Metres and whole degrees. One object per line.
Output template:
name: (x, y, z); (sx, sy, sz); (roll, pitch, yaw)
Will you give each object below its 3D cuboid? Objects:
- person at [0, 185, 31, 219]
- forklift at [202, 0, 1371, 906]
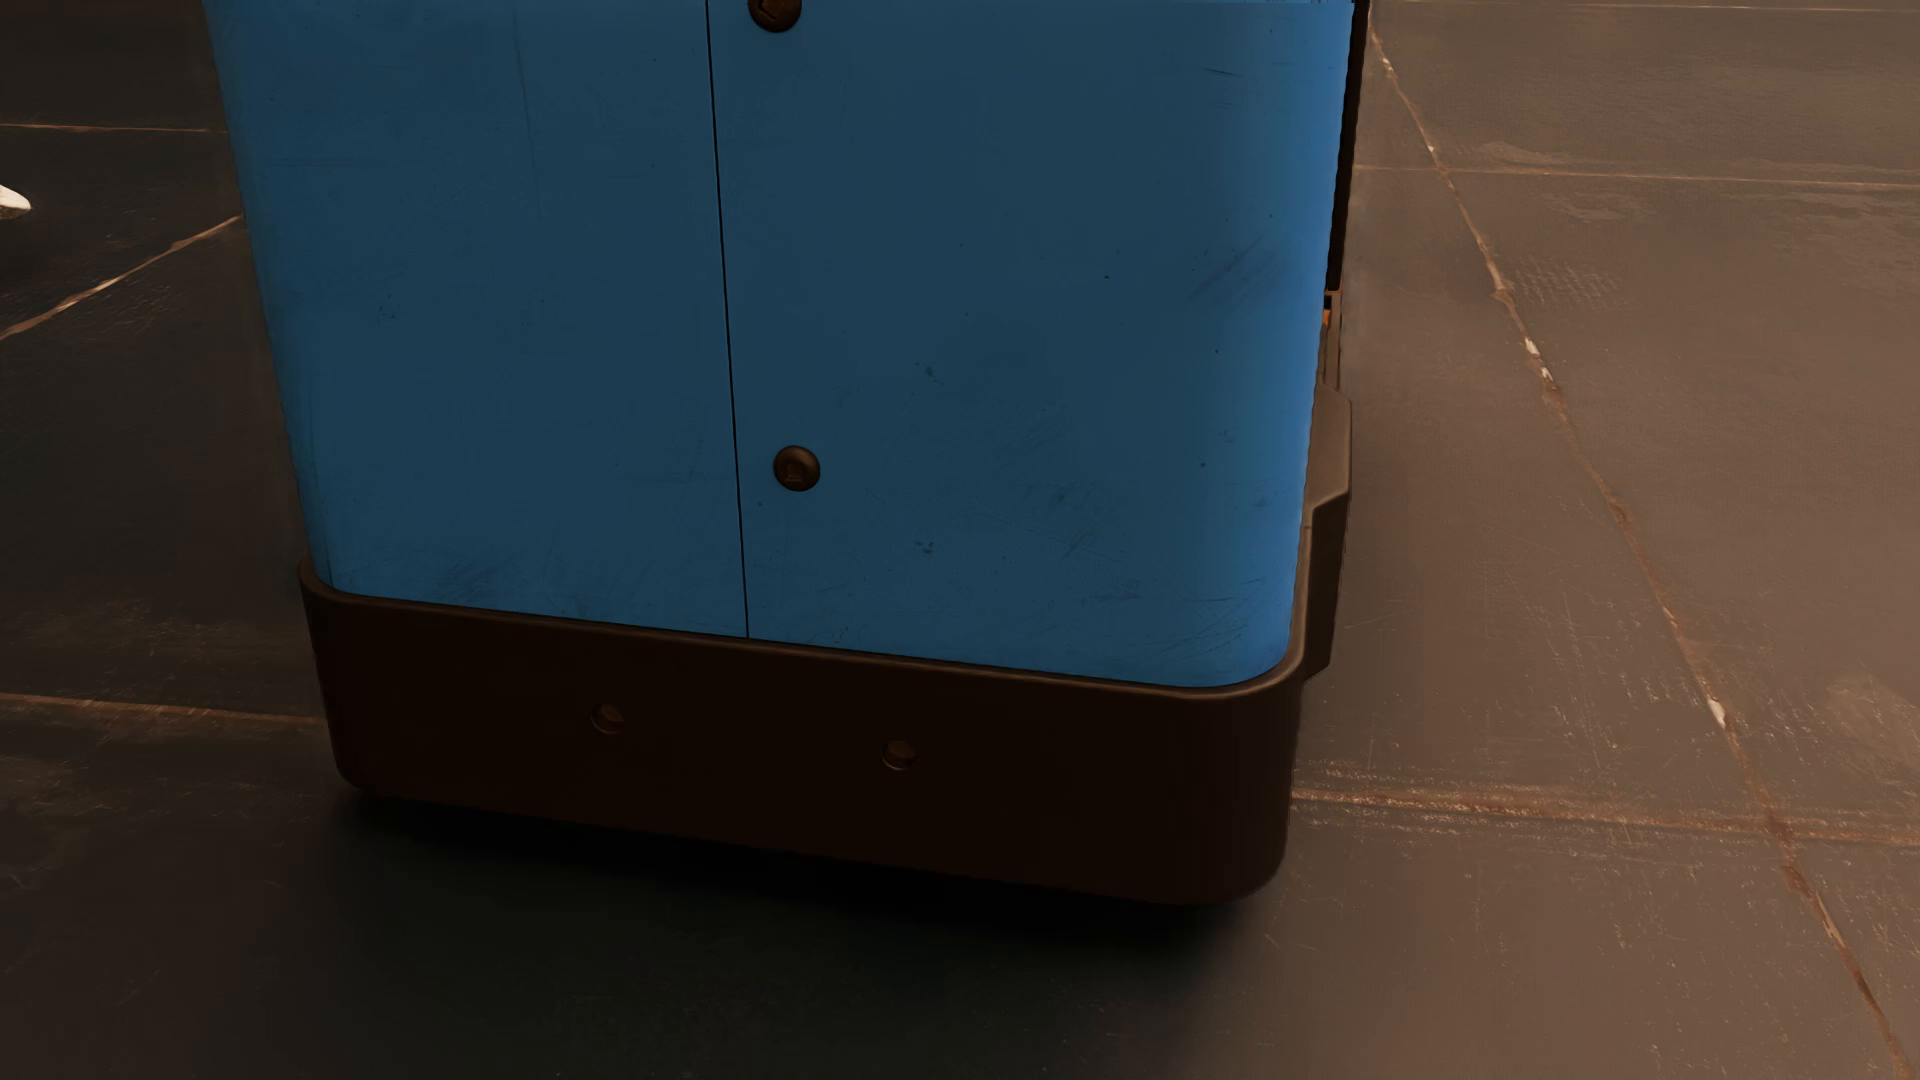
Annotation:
person: (-2.488, -1.274, 3.484); (0.687, 1.445, 0.616); (6, 27, 12)
forklift: (0.118, -1.591, 2.406); (1.130, 2.935, 3.031); (6, 27, 11)
